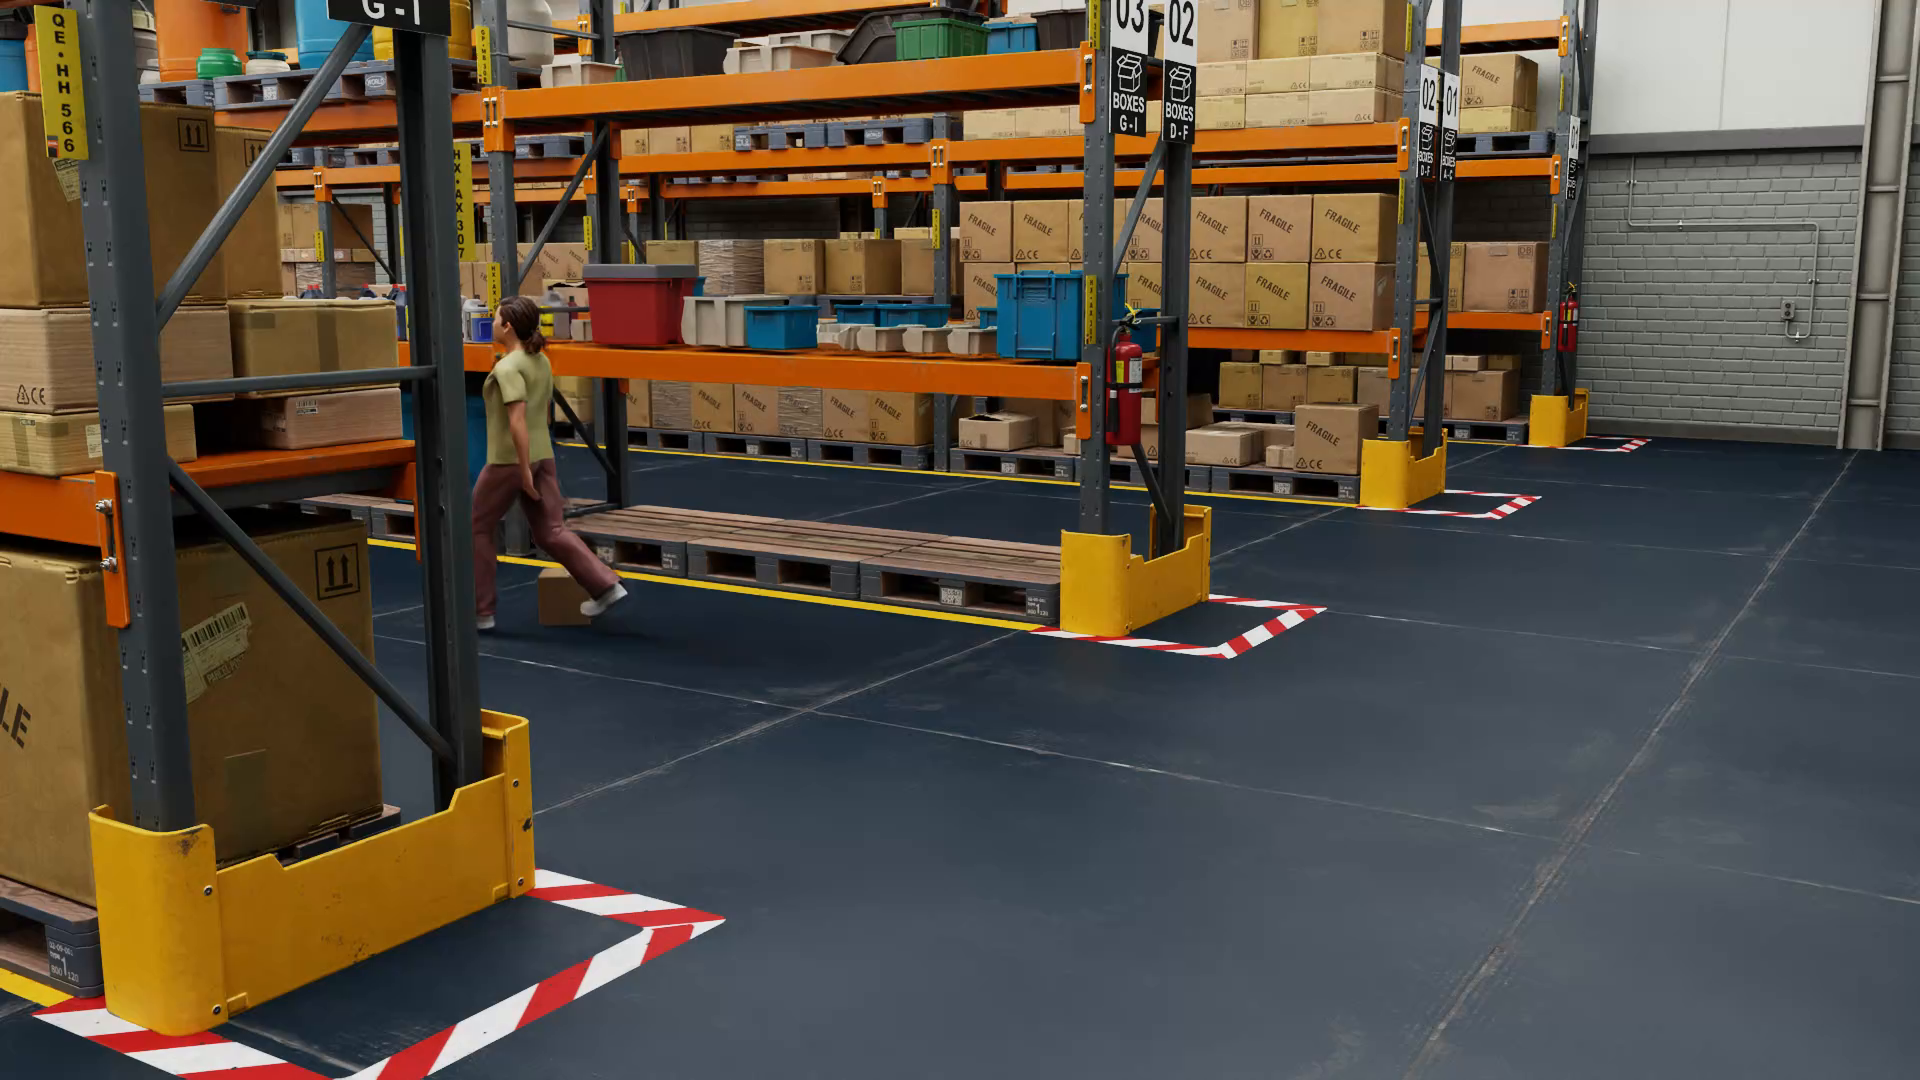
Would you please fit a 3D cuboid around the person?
[{"bbox_3d":[-2.102,-0.368,8.077,0.979,1.623,0.456,3,10,20],"label":"person"}]
